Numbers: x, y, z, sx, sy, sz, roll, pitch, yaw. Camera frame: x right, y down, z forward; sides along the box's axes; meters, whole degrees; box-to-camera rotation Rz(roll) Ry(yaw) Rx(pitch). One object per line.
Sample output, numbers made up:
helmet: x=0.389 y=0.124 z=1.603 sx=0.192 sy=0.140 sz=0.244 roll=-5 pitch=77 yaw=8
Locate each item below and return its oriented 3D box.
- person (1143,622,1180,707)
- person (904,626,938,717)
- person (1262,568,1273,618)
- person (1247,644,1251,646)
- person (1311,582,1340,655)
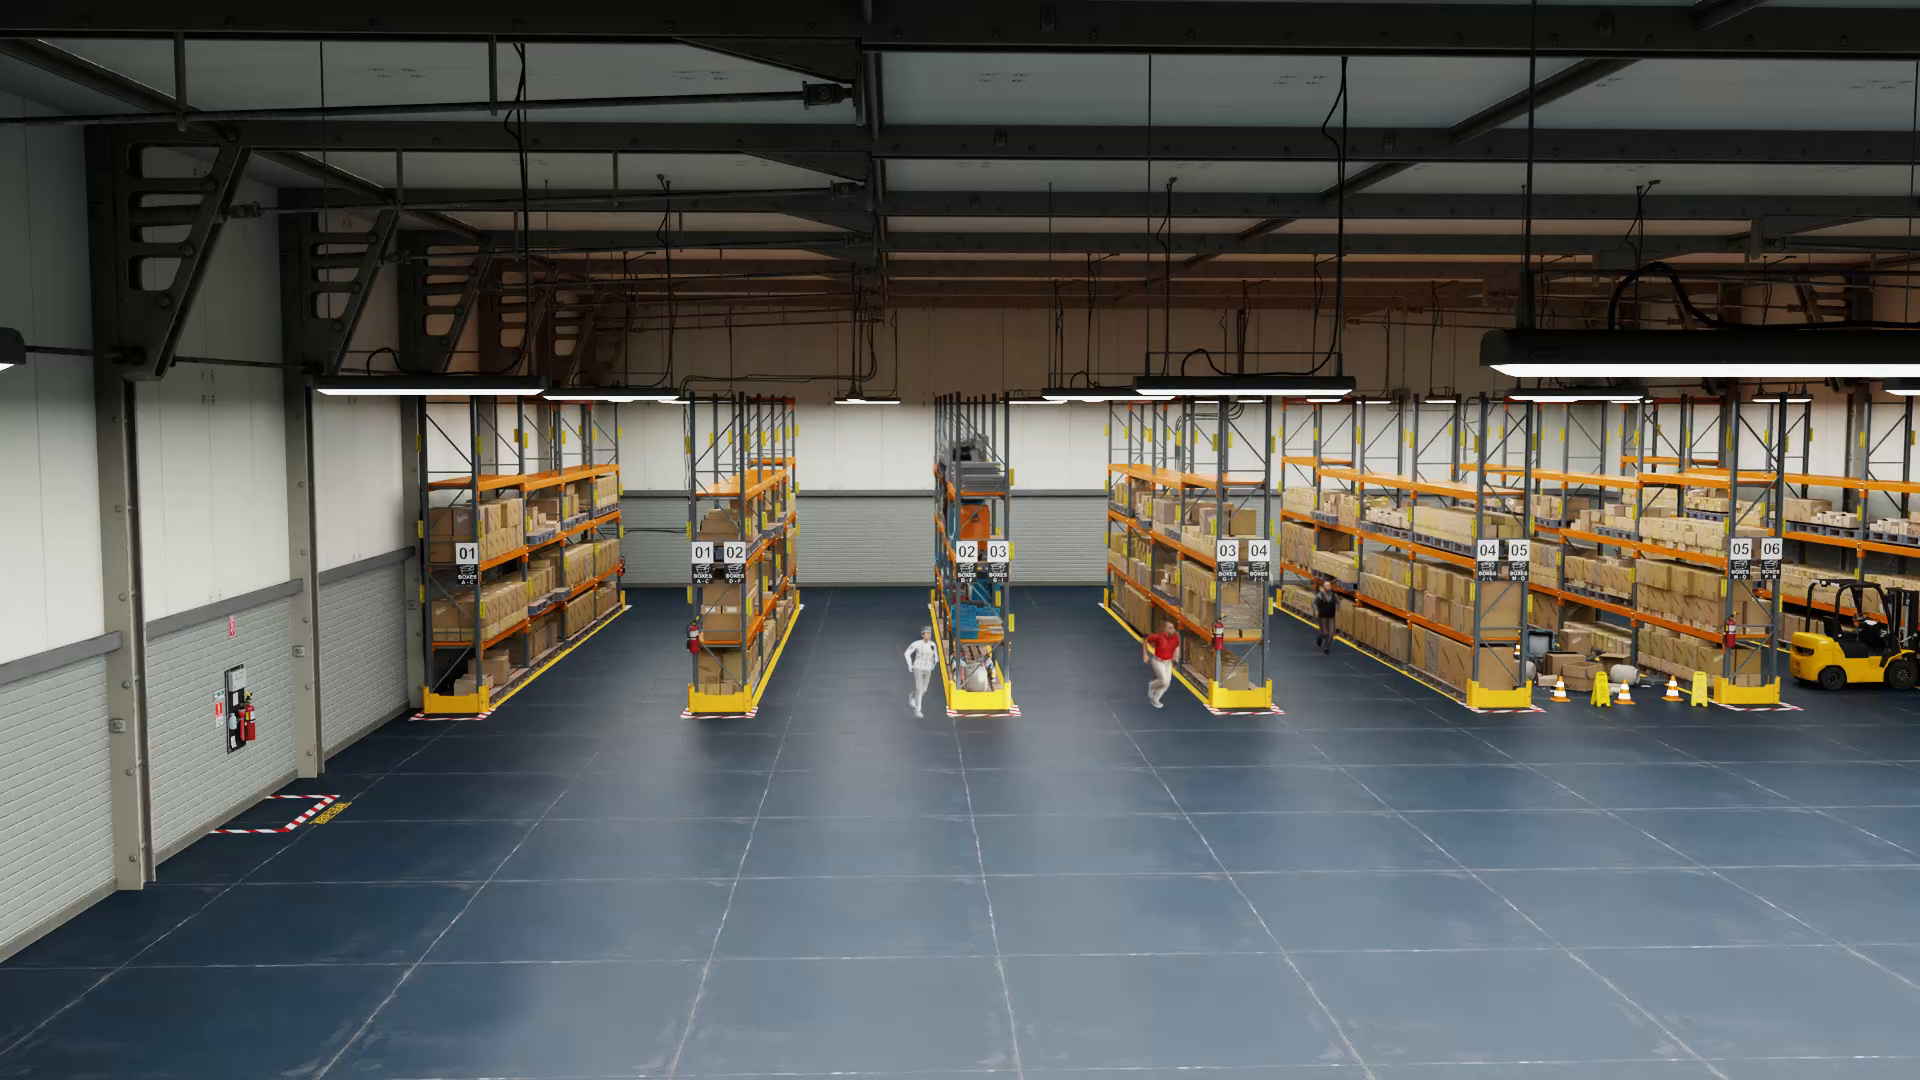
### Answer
person: x=3.890 y=2.373 z=31.610 sx=0.647 sy=1.649 sz=0.724 roll=-3 pitch=6 yaw=-34
person: x=-0.702 y=2.436 z=31.021 sx=0.656 sy=1.674 sz=0.712 roll=-2 pitch=5 yaw=-24
person: x=8.156 y=1.286 z=44.915 sx=0.638 sy=1.715 sz=0.816 roll=0 pitch=5 yaw=-3
person: x=6.826 y=1.643 z=40.042 sx=0.682 sy=1.824 sz=0.811 roll=0 pitch=5 yaw=-2
person: x=8.514 y=1.805 z=38.664 sx=0.674 sy=1.686 sz=0.588 roll=0 pitch=5 yaw=-5
